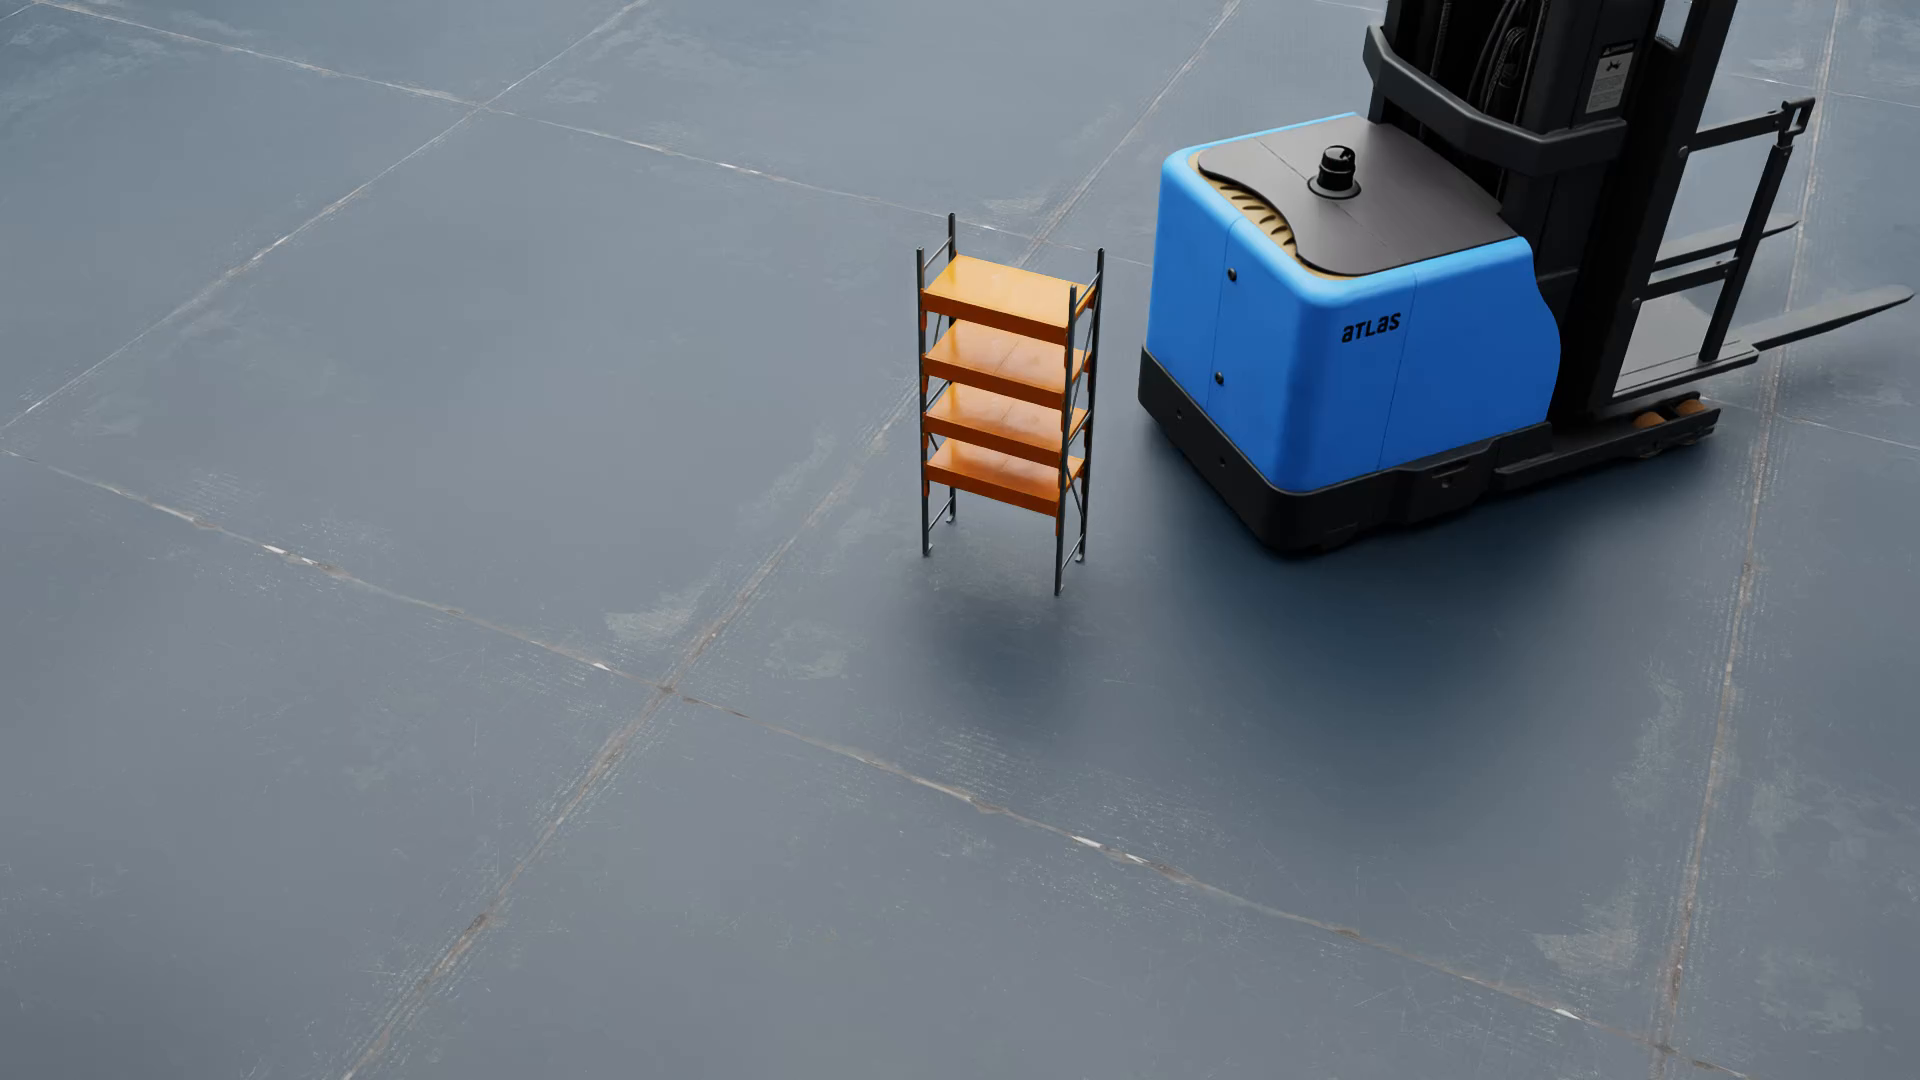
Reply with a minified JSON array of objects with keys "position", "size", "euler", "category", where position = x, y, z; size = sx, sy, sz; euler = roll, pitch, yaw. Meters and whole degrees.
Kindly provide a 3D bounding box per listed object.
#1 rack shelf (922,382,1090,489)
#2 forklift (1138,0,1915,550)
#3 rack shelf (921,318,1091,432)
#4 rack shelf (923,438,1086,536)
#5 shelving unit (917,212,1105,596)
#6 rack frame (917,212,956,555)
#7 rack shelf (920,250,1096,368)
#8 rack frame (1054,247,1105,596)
[{"position":[0.150,-0.357,5.348],"size":[0.480,0.148,0.258],"euler":[17,44,19],"category":"rack shelf"},{"position":[2.232,-1.709,5.484],"size":[3.031,2.935,1.130],"euler":[-16,43,-18],"category":"forklift"},{"position":[0.150,-0.526,5.202],"size":[0.480,0.148,0.258],"euler":[17,44,19],"category":"rack shelf"},{"position":[0.150,-0.207,5.478],"size":[0.480,0.148,0.258],"euler":[17,44,19],"category":"rack shelf"},{"position":[0.150,-0.408,5.304],"size":[0.503,1.200,0.258],"euler":[17,44,19],"category":"shelving unit"},{"position":[-0.071,-0.475,5.382],"size":[0.015,1.200,0.240],"euler":[17,44,19],"category":"rack frame"},{"position":[0.150,-0.705,5.047],"size":[0.480,0.148,0.258],"euler":[17,44,19],"category":"rack shelf"},{"position":[0.371,-0.340,5.226],"size":[0.015,1.200,0.240],"euler":[17,44,19],"category":"rack frame"}]
